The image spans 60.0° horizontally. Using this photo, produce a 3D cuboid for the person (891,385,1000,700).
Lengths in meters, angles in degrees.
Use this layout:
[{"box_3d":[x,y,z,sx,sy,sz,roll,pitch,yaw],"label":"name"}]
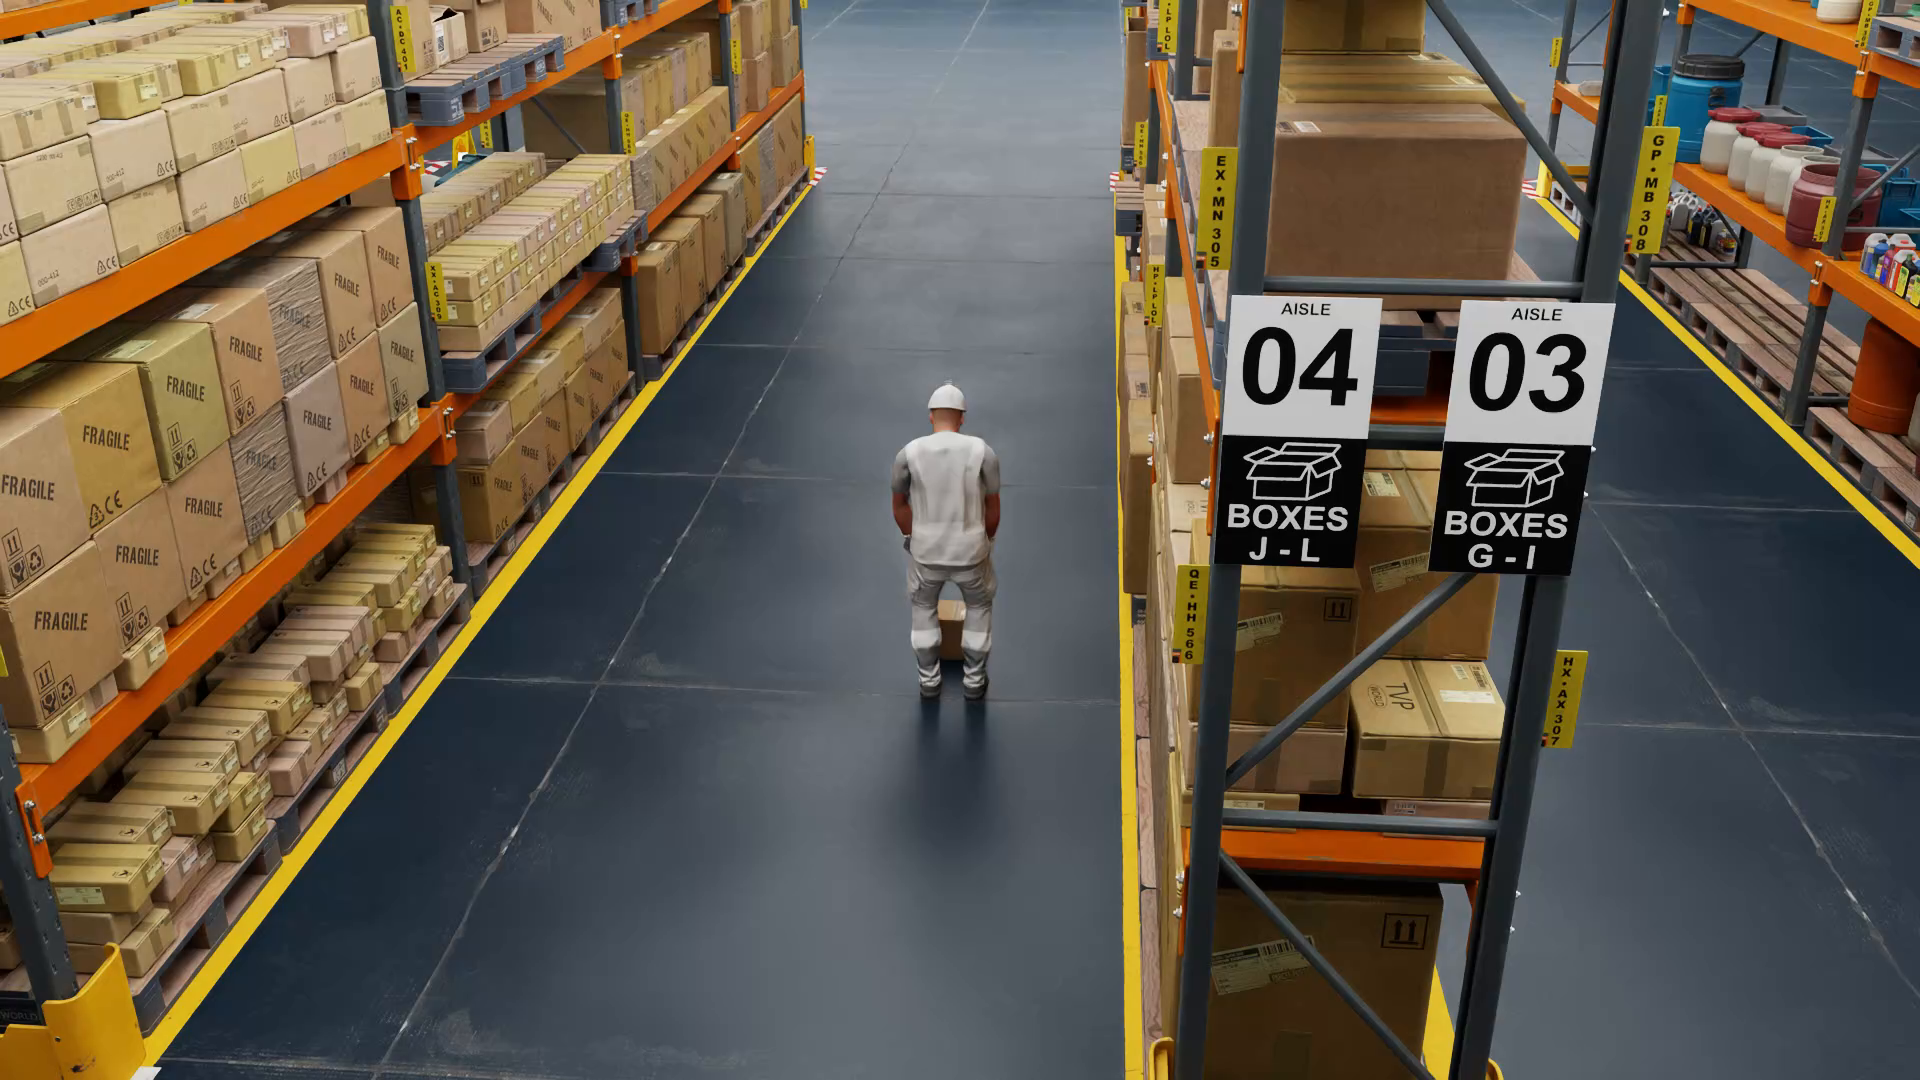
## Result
[{"box_3d":[-0.073,0.031,8.657,0.560,1.666,0.558,2,24,5],"label":"person"}]
